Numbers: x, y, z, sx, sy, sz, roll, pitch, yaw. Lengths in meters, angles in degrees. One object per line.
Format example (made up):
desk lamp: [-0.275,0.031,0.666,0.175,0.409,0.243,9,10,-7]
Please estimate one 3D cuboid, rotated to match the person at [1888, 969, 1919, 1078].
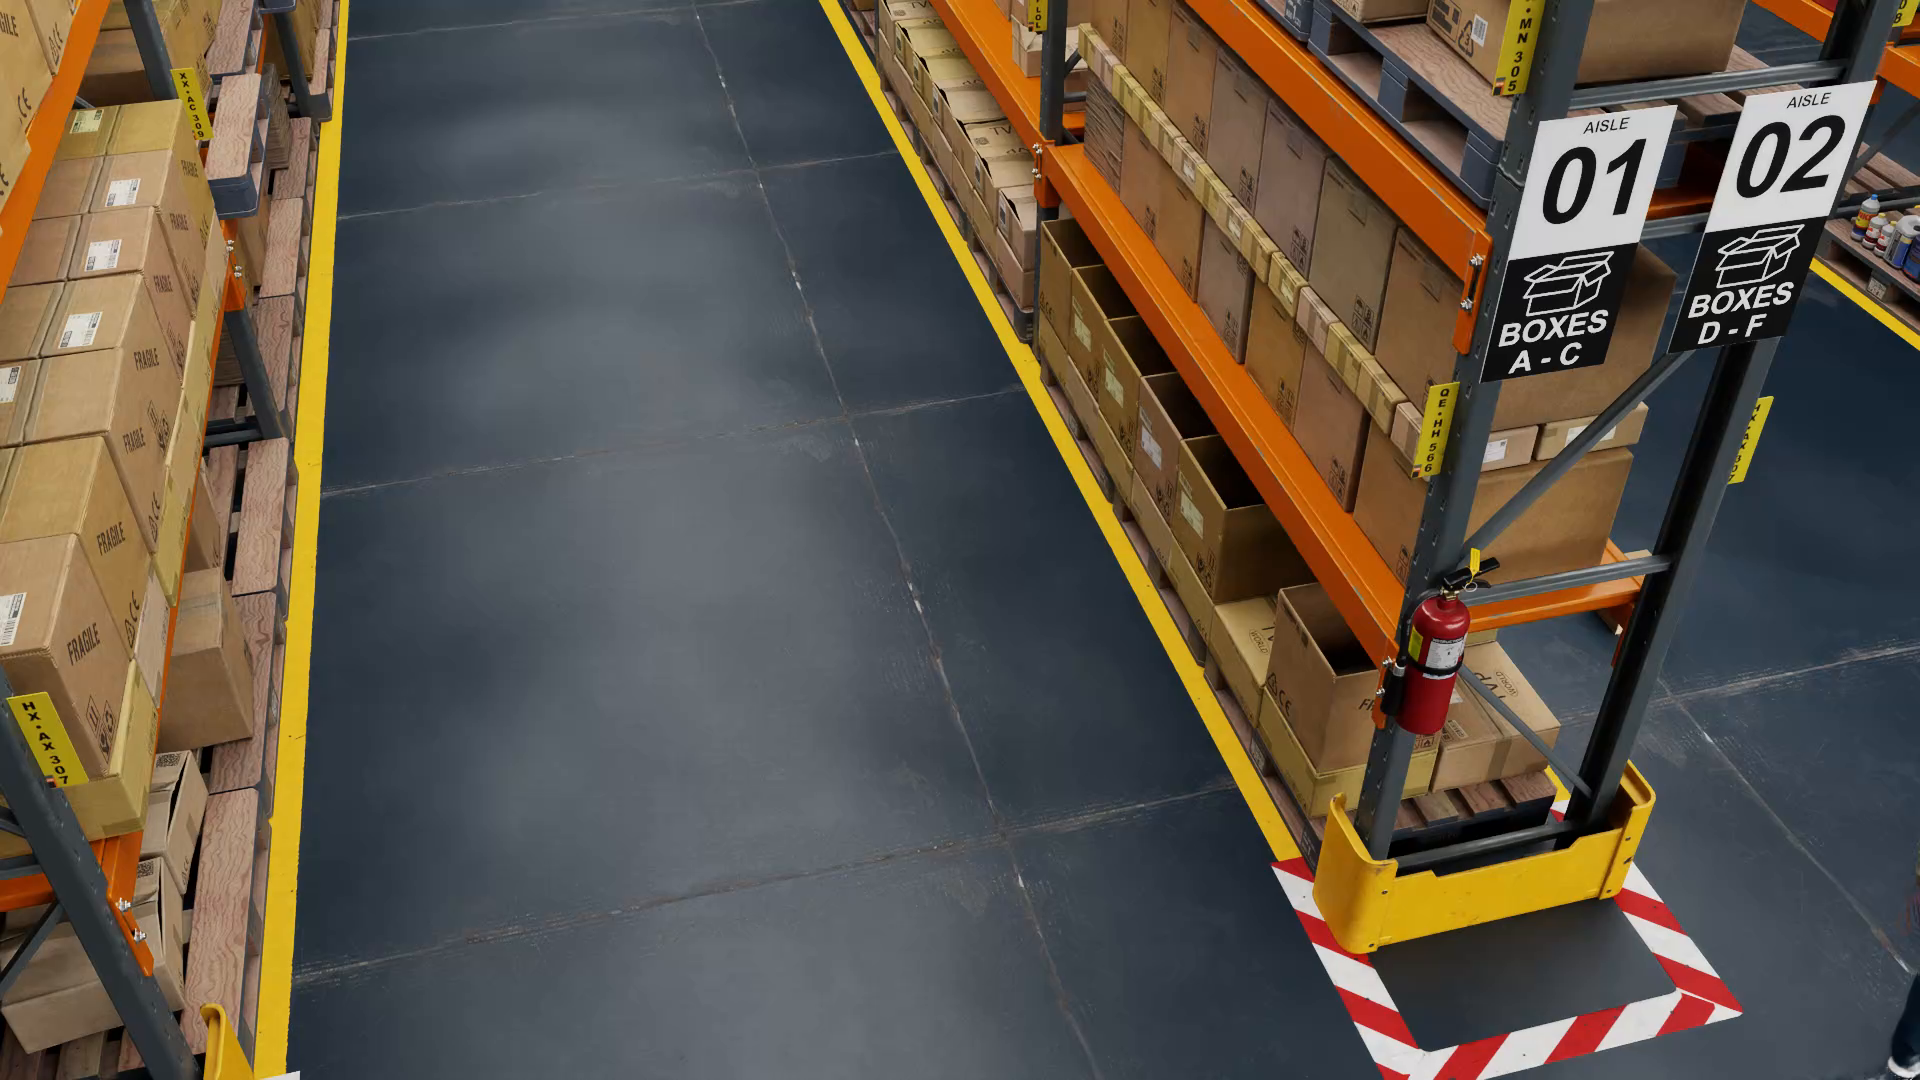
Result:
person: [3.448,1.054,5.390,0.831,1.557,0.487,-32,49,-33]
